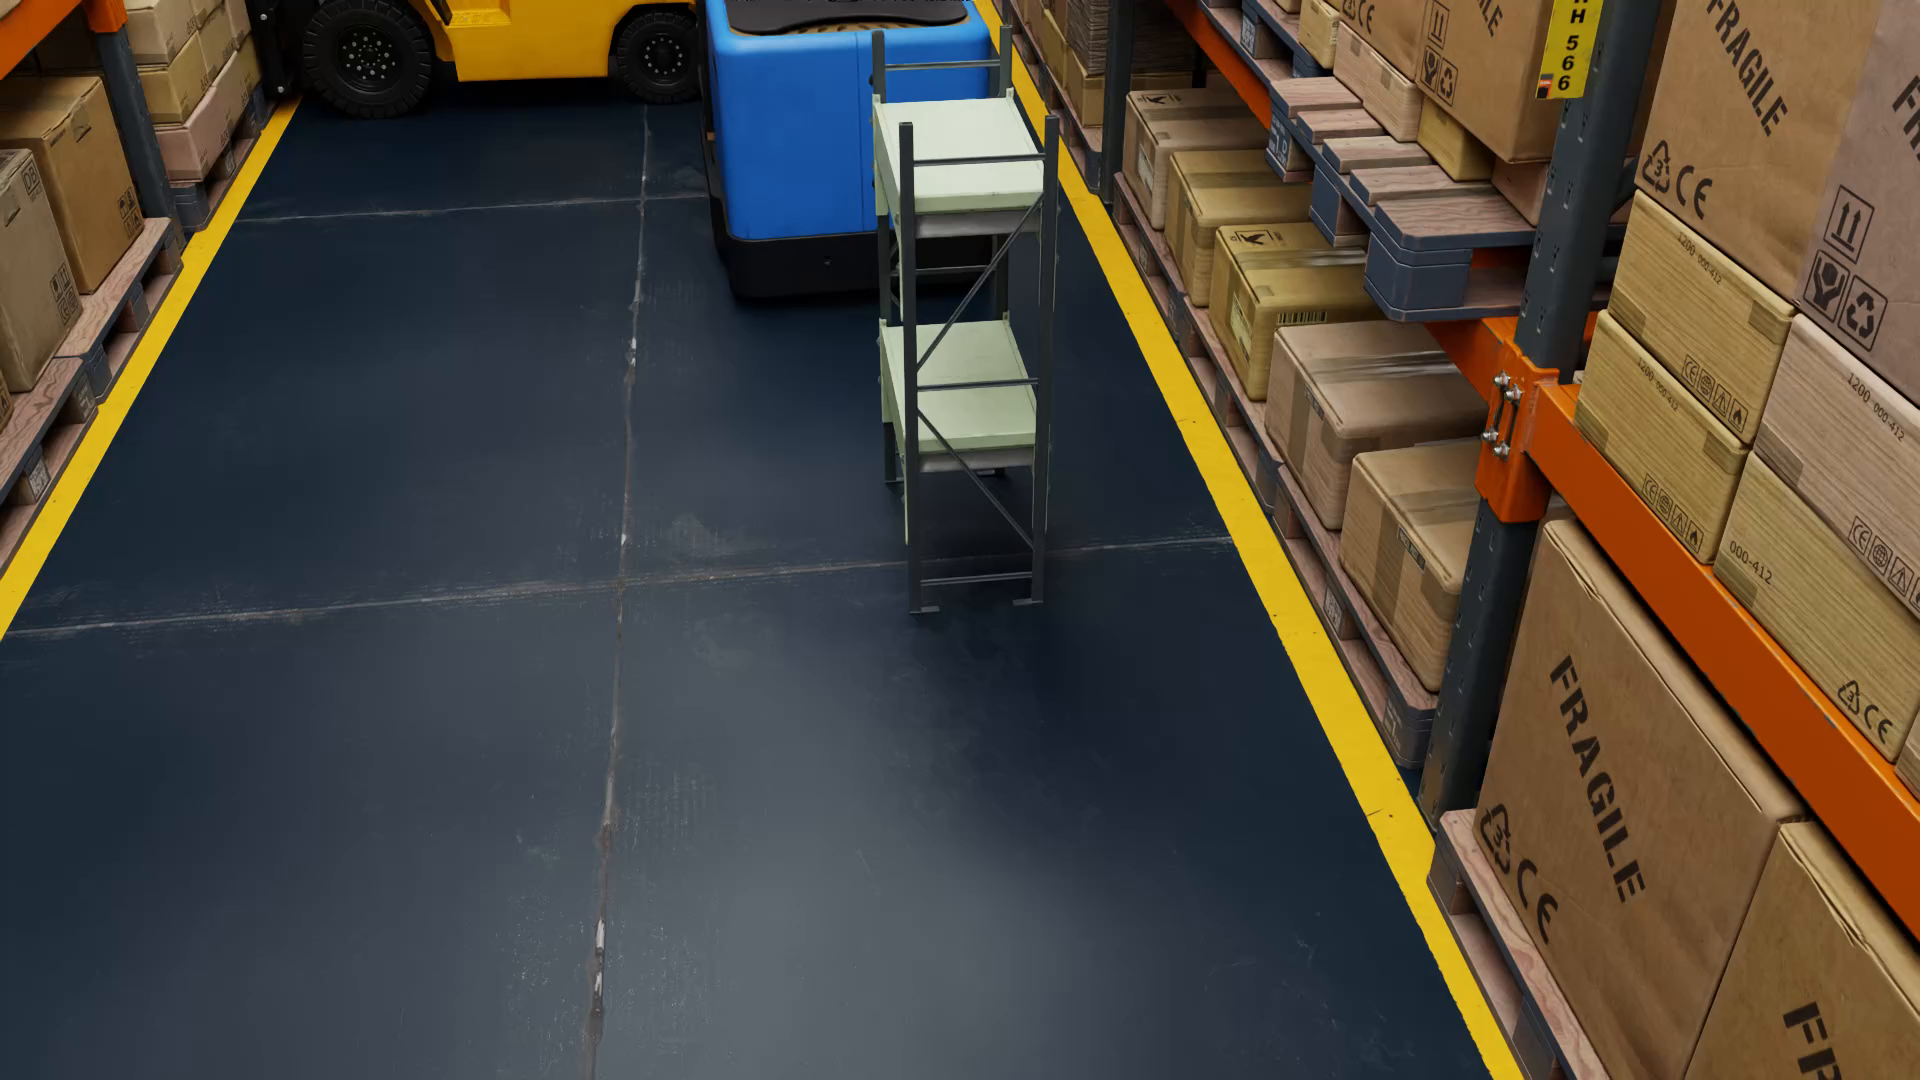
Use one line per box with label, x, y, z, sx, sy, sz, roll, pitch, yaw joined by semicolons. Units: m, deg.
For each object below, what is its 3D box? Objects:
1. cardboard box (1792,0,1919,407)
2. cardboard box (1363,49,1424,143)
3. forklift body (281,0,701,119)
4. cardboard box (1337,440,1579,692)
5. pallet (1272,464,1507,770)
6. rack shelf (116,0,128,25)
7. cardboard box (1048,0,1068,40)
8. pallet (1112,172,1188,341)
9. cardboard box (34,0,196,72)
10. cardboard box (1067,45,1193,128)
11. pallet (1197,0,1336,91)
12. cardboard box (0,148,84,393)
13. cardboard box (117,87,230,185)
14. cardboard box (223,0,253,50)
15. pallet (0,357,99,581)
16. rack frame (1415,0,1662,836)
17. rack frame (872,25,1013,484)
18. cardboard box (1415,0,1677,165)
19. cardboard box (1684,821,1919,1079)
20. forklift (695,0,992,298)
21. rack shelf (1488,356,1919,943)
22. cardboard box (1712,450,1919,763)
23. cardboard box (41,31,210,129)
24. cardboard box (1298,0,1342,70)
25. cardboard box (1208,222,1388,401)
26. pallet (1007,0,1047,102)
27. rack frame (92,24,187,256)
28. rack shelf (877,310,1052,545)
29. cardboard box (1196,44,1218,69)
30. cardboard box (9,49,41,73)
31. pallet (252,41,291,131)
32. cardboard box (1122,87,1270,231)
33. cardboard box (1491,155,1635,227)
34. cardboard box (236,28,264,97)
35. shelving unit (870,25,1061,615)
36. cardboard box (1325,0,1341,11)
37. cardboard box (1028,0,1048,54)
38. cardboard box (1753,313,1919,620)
cardboard box;1.572;-0.455;2.278;0.500;0.500;0.500;-4;35;-6
cardboard box;1.209;-1.087;4.031;0.380;0.149;0.250;-5;35;-7
forklift body;-2.259;-3.386;8.309;2.313;2.155;1.214;-4;35;-6
cardboard box;1.606;0.026;4.509;0.950;0.372;0.625;-7;35;-10
pallet;1.568;0.145;4.849;1.003;0.211;1.213;-4;35;-6
rack shelf;-4.053;-3.244;7.985;1.077;0.370;4.000;-4;35;-6
cardboard box;0.718;-2.744;8.015;0.500;0.500;0.500;-4;34;-6
pallet;1.240;-1.216;6.847;1.003;0.211;1.213;-4;35;-6
cardboard box;-3.538;-2.169;6.950;0.500;0.250;0.500;-5;35;-7
cardboard box;0.788;-2.150;7.810;0.500;0.250;0.500;-3;34;-4
pallet;1.365;-1.593;5.094;1.003;0.211;1.213;-4;35;-6
cardboard box;-3.606;-0.893;5.633;0.875;0.625;0.625;-5;35;-7
cardboard box;-3.521;-1.757;7.234;0.500;0.250;0.500;-4;34;-6
cardboard box;-3.669;-2.524;7.915;0.500;0.250;0.500;-5;35;-7
pallet;-3.479;-0.182;5.330;1.003;0.211;1.213;-4;35;-6
rack frame;1.672;-0.571;3.424;1.000;3.000;0.127;-4;35;-6
rack frame;-0.050;-0.828;5.133;0.400;1.500;0.023;-4;35;-6
cardboard box;1.335;-1.141;3.535;0.500;0.500;0.500;-5;35;-8
cardboard box;1.798;1.023;2.598;0.875;0.875;0.875;-4;34;-6
forklift;-0.640;-2.983;7.024;1.130;2.935;3.031;-6;35;-8
rack shelf;1.941;0.843;1.989;1.077;0.370;4.000;-4;35;-6
cardboard box;1.575;0.069;2.619;0.500;0.250;0.500;-5;35;-8
cardboard box;-3.543;-1.962;7.090;0.500;0.250;0.500;-5;35;-7
cardboard box;1.132;-1.381;4.462;0.380;0.149;0.250;-4;34;-6
cardboard box;1.402;-0.809;5.734;0.950;0.372;0.625;-3;34;-5
pallet;0.841;-2.705;9.032;1.003;0.211;1.213;-4;35;-6
rack frame;-3.784;-2.425;6.145;1.000;3.000;0.127;-4;35;-6
rack shelf;-0.001;-0.354;5.017;0.431;0.370;0.720;-4;35;-6
cardboard box;1.322;-2.500;7.657;0.500;0.500;0.500;-3;34;-4
cardboard box;-4.042;-2.135;6.901;0.500;0.250;0.500;-4;34;-5
pallet;-4.017;-2.402;8.587;1.003;0.211;1.213;-4;35;-6
cardboard box;1.207;-1.598;6.892;0.950;0.372;0.625;-4;34;-6
cardboard box;1.395;-0.806;3.619;0.380;0.149;0.250;-3;34;-5
cardboard box;-3.689;-2.325;8.067;0.500;0.250;0.500;-4;34;-6
shelving unit;-0.001;-0.623;4.833;0.431;1.500;0.755;-4;35;-6
cardboard box;1.186;-1.710;4.370;0.500;0.500;0.500;-7;35;-10
cardboard box;0.643;-2.730;8.661;0.500;0.250;0.500;-4;34;-6
cardboard box;1.564;-0.125;2.460;0.500;0.250;0.500;-4;34;-5
